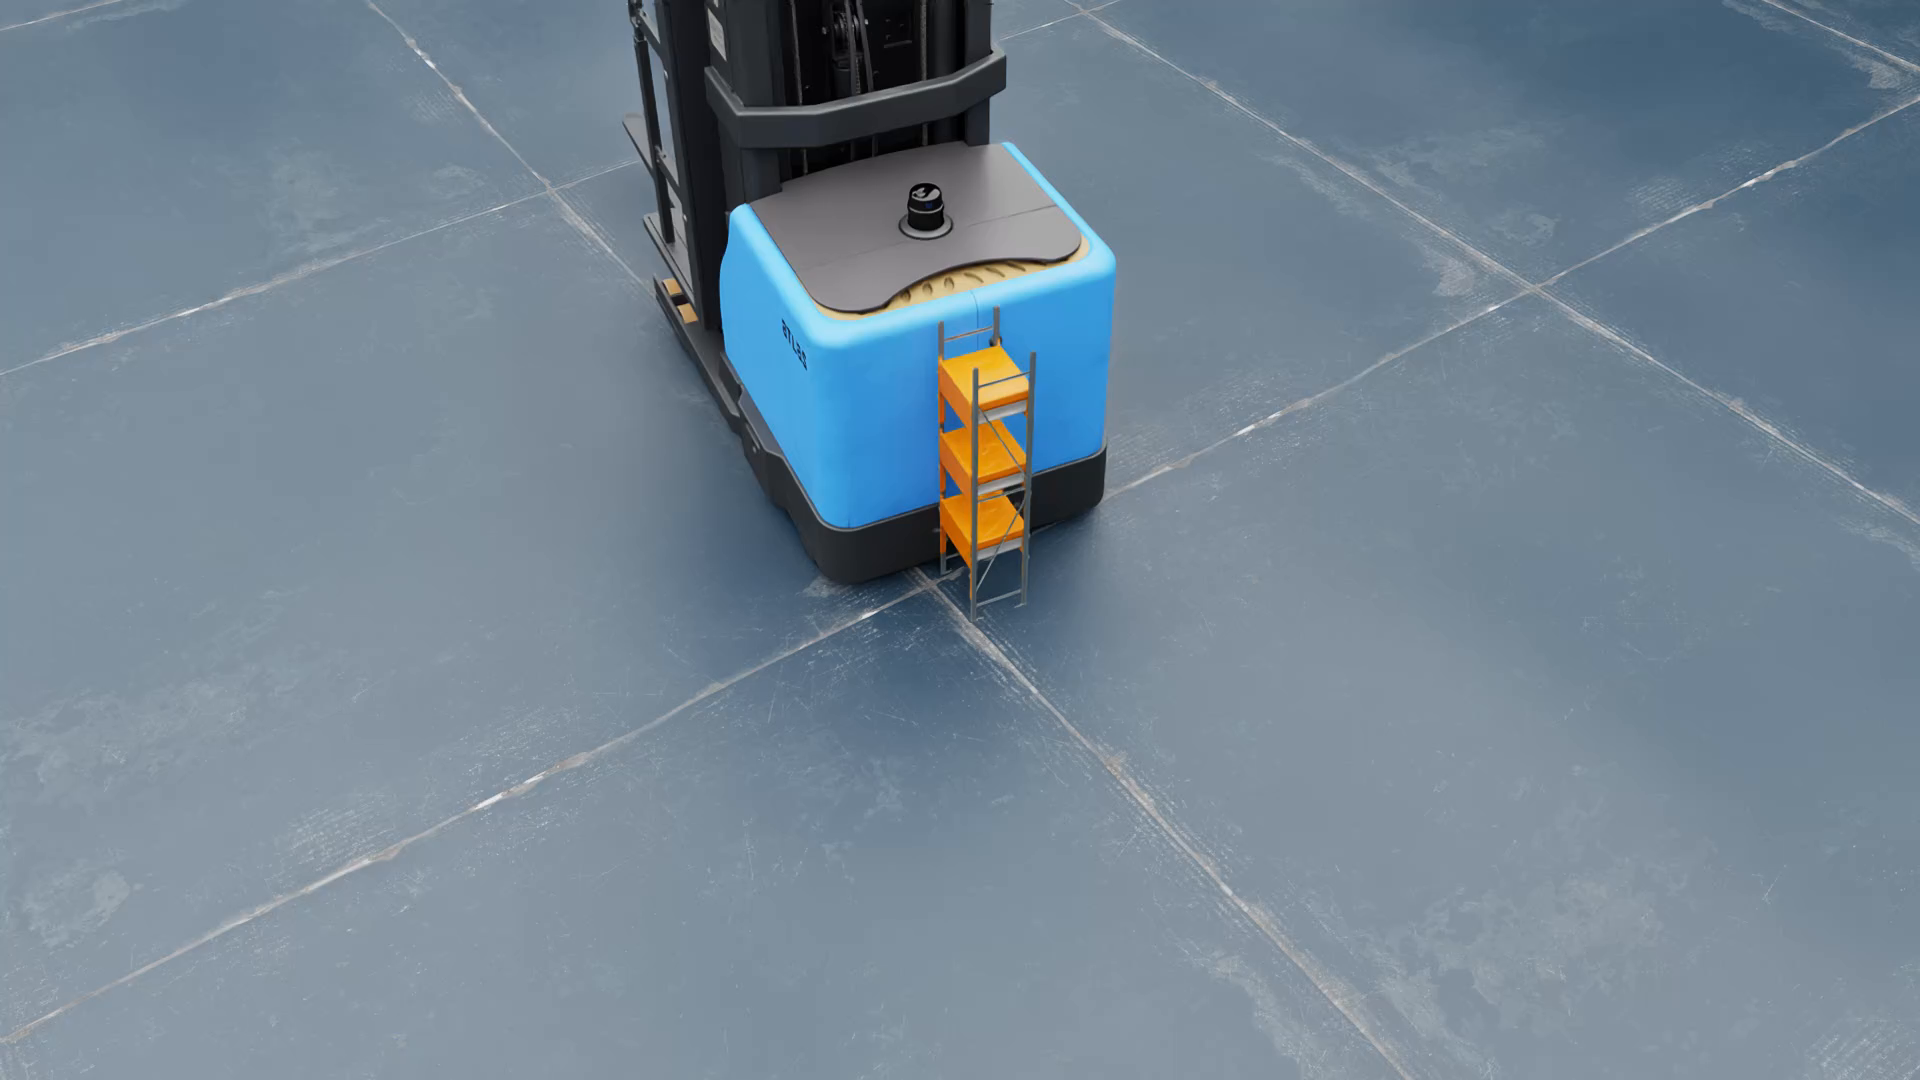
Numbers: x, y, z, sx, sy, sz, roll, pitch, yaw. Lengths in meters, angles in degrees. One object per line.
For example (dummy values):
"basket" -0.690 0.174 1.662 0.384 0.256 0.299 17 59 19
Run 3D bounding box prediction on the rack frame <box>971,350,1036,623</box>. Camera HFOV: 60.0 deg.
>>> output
"rack frame" 0.128 -0.137 5.134 0.200 1.050 0.008 -18 46 -17

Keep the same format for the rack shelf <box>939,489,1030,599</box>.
"rack shelf" 0.077 -0.005 5.413 0.215 0.259 0.240 -18 46 -17

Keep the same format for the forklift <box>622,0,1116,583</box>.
"forklift" -0.569 -1.941 5.661 1.130 2.935 3.031 -18 46 -17

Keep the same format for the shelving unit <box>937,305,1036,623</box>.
"shelving unit" 0.077 -0.214 5.214 0.215 1.050 0.252 -18 46 -17

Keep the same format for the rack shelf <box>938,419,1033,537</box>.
"rack shelf" 0.077 -0.206 5.221 0.215 0.259 0.240 -18 46 -17

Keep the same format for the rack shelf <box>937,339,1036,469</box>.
"rack shelf" 0.077 -0.412 5.025 0.215 0.259 0.240 -18 46 -17

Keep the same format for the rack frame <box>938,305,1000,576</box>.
"rack frame" 0.027 -0.291 5.294 0.200 1.050 0.008 -18 46 -17
